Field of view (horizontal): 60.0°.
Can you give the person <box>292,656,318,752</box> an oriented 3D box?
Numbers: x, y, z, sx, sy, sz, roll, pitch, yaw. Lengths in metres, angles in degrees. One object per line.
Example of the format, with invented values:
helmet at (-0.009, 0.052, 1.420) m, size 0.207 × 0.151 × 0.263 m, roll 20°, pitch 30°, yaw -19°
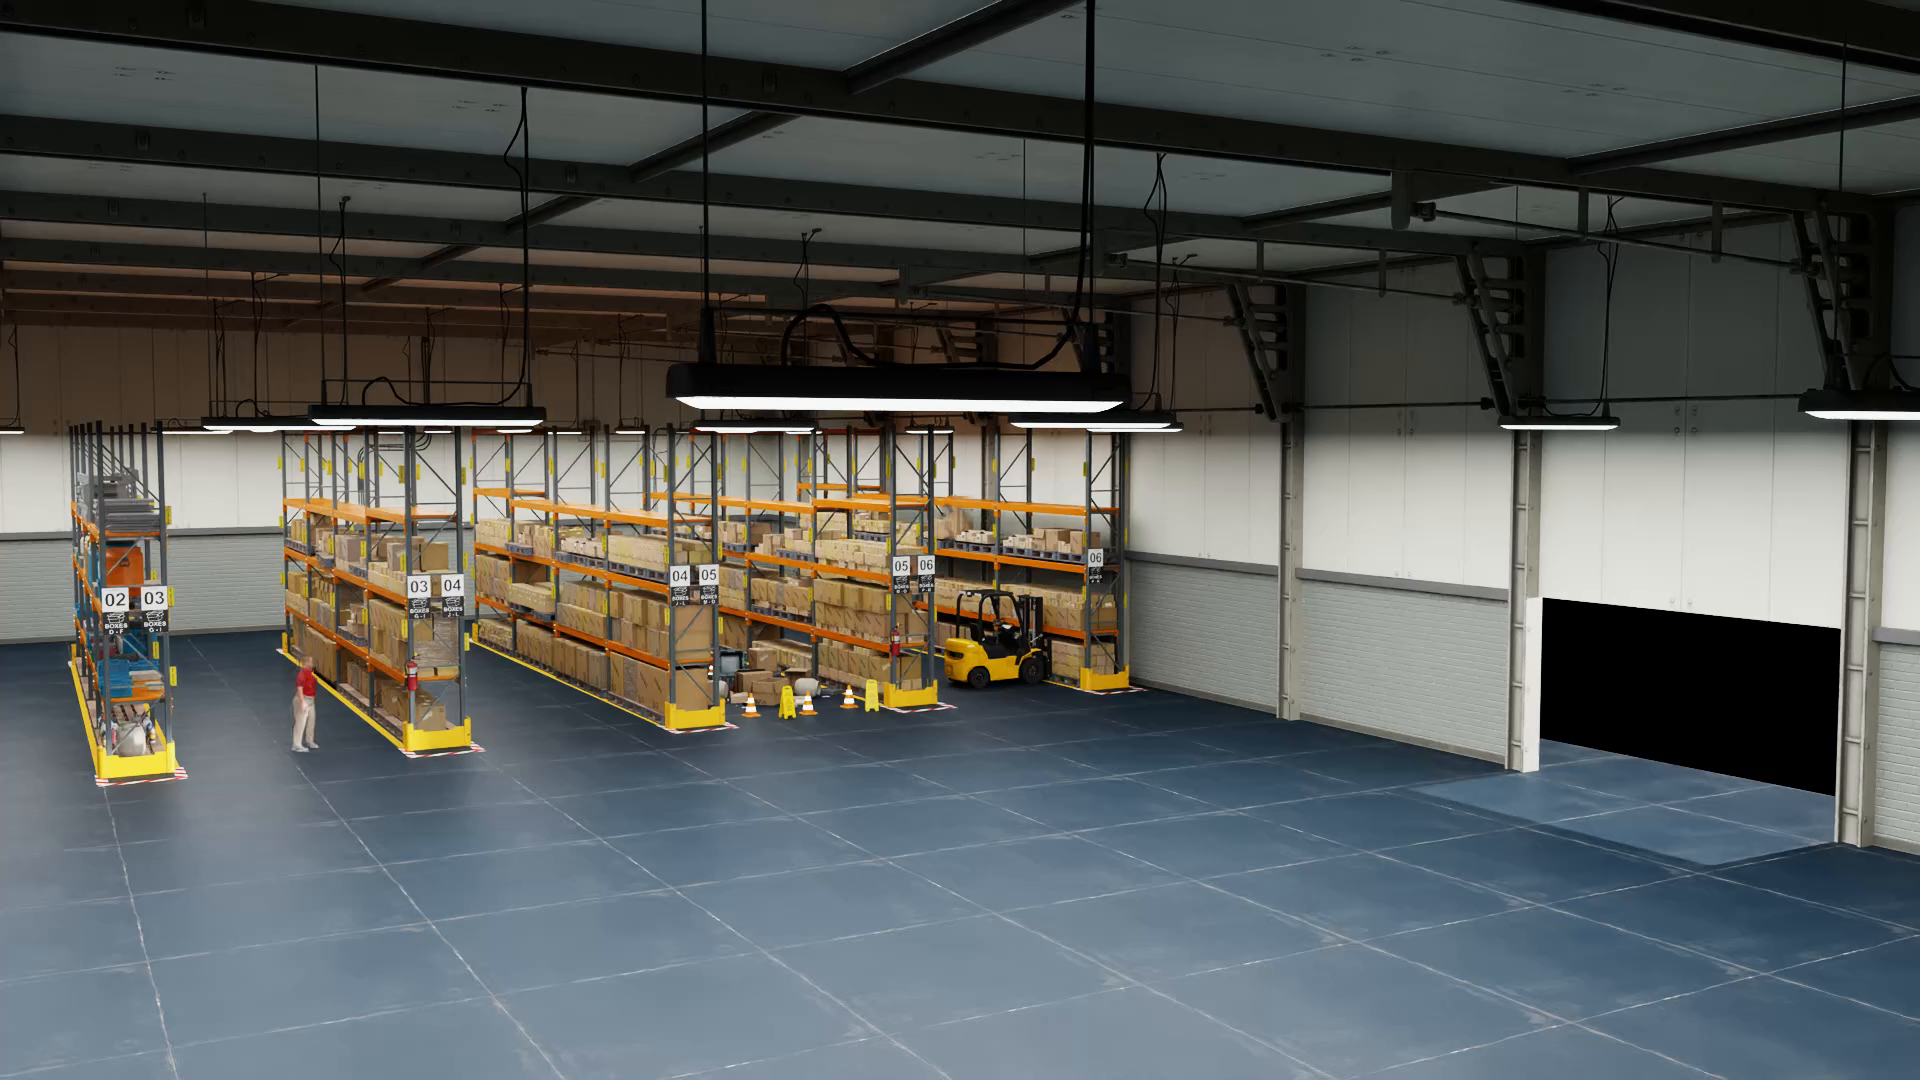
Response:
person at (-11.996, 2.983, 30.466) m, size 0.402 × 1.740 × 0.634 m, roll 0°, pitch 4°, yaw 3°
